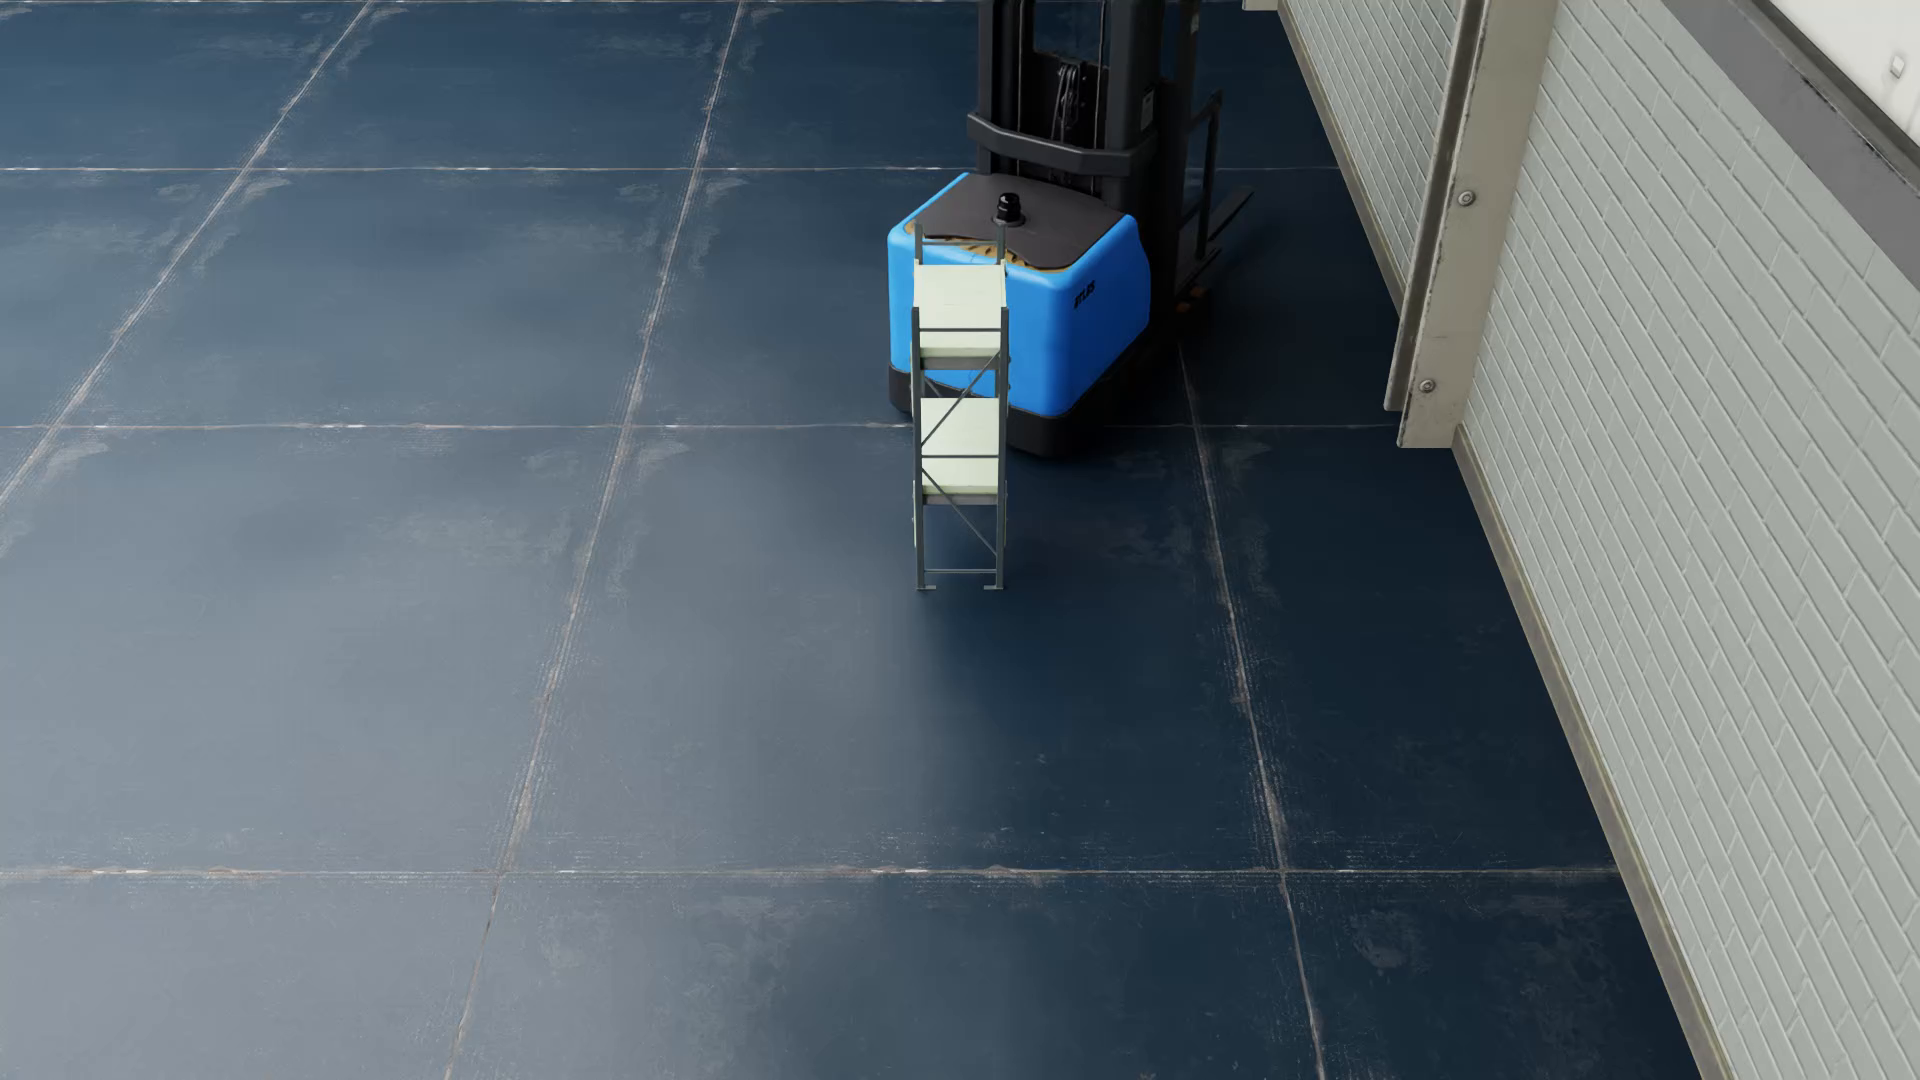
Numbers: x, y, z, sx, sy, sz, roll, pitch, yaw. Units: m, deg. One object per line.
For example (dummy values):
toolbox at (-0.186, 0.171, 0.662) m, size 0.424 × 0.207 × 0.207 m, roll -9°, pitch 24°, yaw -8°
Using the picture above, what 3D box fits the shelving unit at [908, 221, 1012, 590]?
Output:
shelving unit at (0.000, -0.589, 7.532) m, size 0.431 × 1.500 × 0.755 m, roll 0°, pitch 39°, yaw 0°

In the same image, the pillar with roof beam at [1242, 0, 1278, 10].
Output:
pillar with roof beam at (-1.892, -7.862, 10.610) m, size 9.100 × 9.000 × 0.400 m, roll 0°, pitch 39°, yaw 0°

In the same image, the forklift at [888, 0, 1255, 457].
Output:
forklift at (0.799, -2.466, 8.729) m, size 1.130 × 2.935 × 3.031 m, roll 20°, pitch 43°, yaw 23°

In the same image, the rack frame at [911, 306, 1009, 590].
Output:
rack frame at (0.000, -0.361, 7.246) m, size 0.400 × 1.500 × 0.023 m, roll 0°, pitch 39°, yaw 0°

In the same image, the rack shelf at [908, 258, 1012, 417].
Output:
rack shelf at (0.000, -0.894, 7.288) m, size 0.431 × 0.370 × 0.720 m, roll 0°, pitch 39°, yaw 0°

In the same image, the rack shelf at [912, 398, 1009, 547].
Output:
rack shelf at (0.000, -0.335, 7.736) m, size 0.431 × 0.370 × 0.720 m, roll 0°, pitch 39°, yaw 0°

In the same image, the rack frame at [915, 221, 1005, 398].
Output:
rack frame at (0.000, -0.818, 7.817) m, size 0.400 × 1.500 × 0.023 m, roll 0°, pitch 39°, yaw 0°

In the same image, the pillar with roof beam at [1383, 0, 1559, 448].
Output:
pillar with roof beam at (-1.885, -4.109, 5.928) m, size 9.100 × 9.000 × 0.400 m, roll 0°, pitch 39°, yaw 0°
